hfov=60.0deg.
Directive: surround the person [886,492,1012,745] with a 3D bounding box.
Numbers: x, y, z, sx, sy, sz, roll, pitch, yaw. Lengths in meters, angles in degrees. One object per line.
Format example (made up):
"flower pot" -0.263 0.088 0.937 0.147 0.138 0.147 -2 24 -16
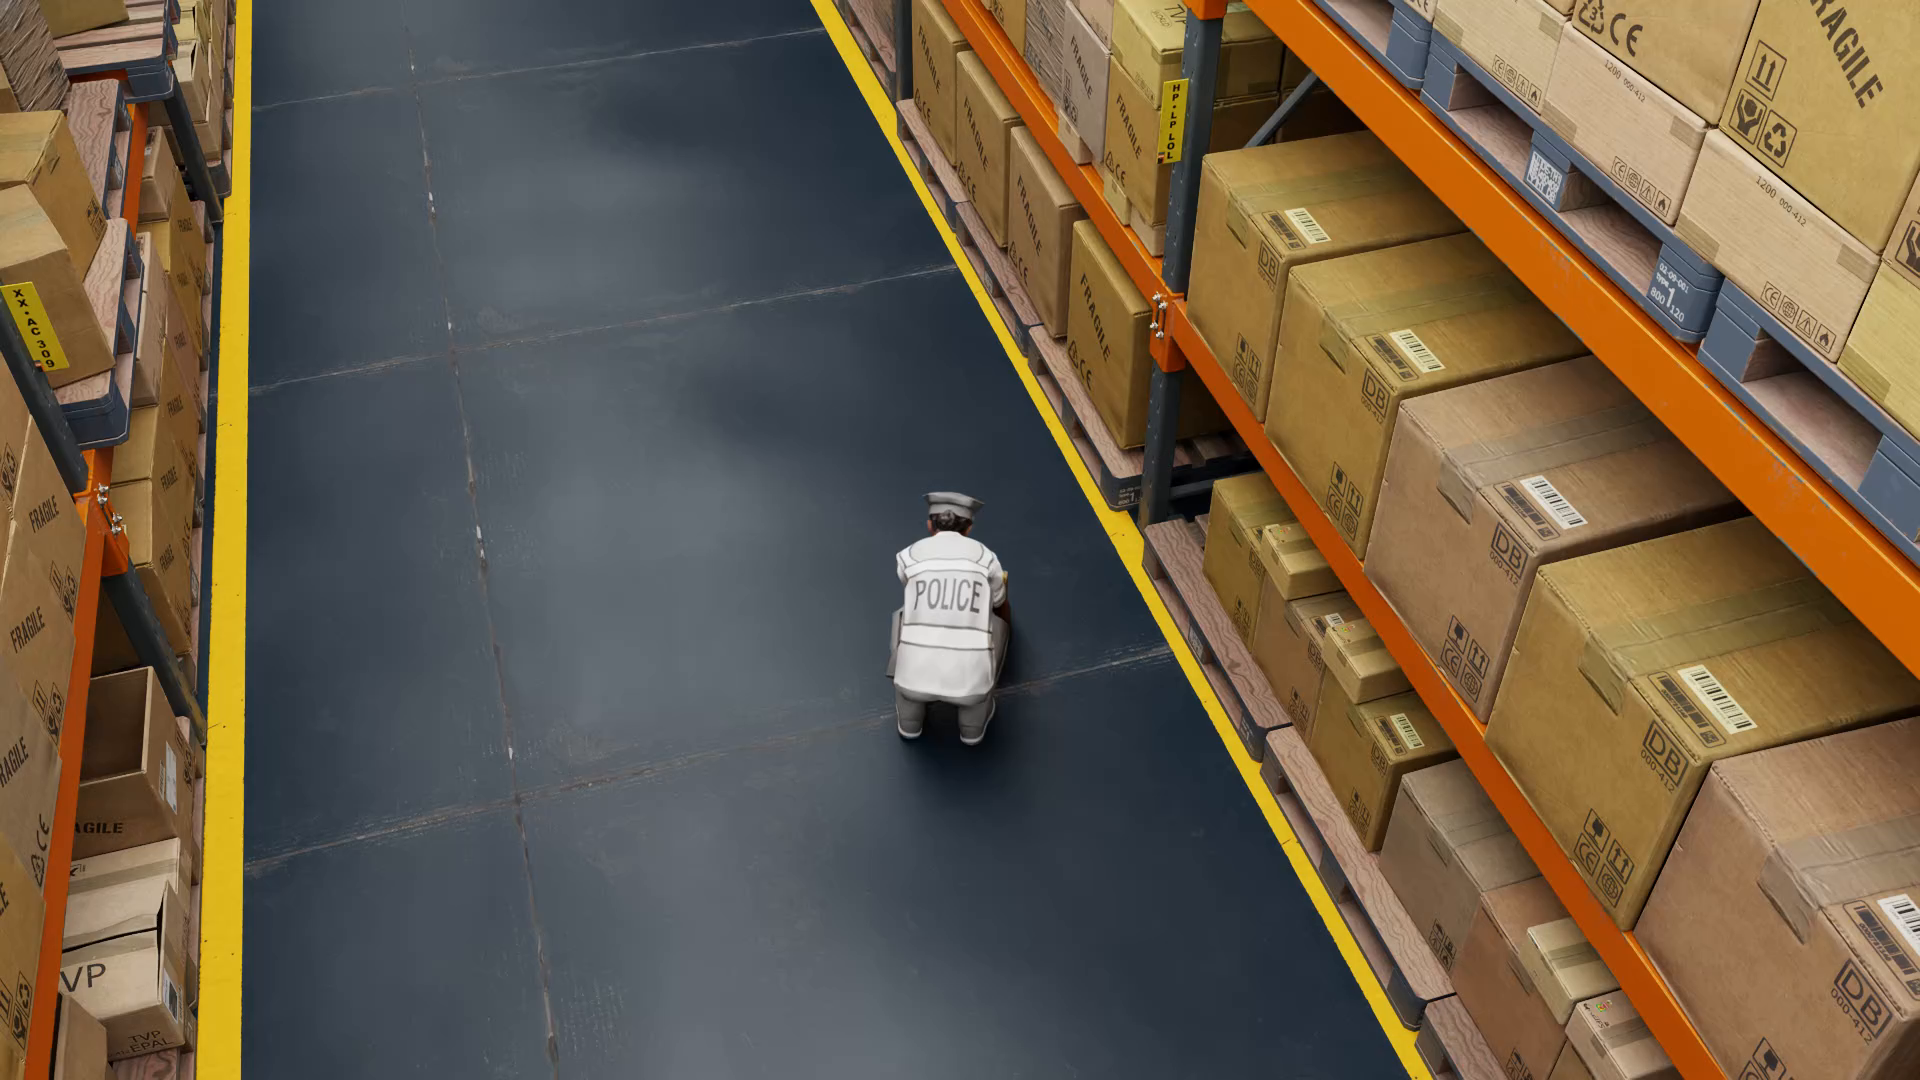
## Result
"person" -0.047 0.330 6.515 0.477 0.845 0.899 5 43 5
